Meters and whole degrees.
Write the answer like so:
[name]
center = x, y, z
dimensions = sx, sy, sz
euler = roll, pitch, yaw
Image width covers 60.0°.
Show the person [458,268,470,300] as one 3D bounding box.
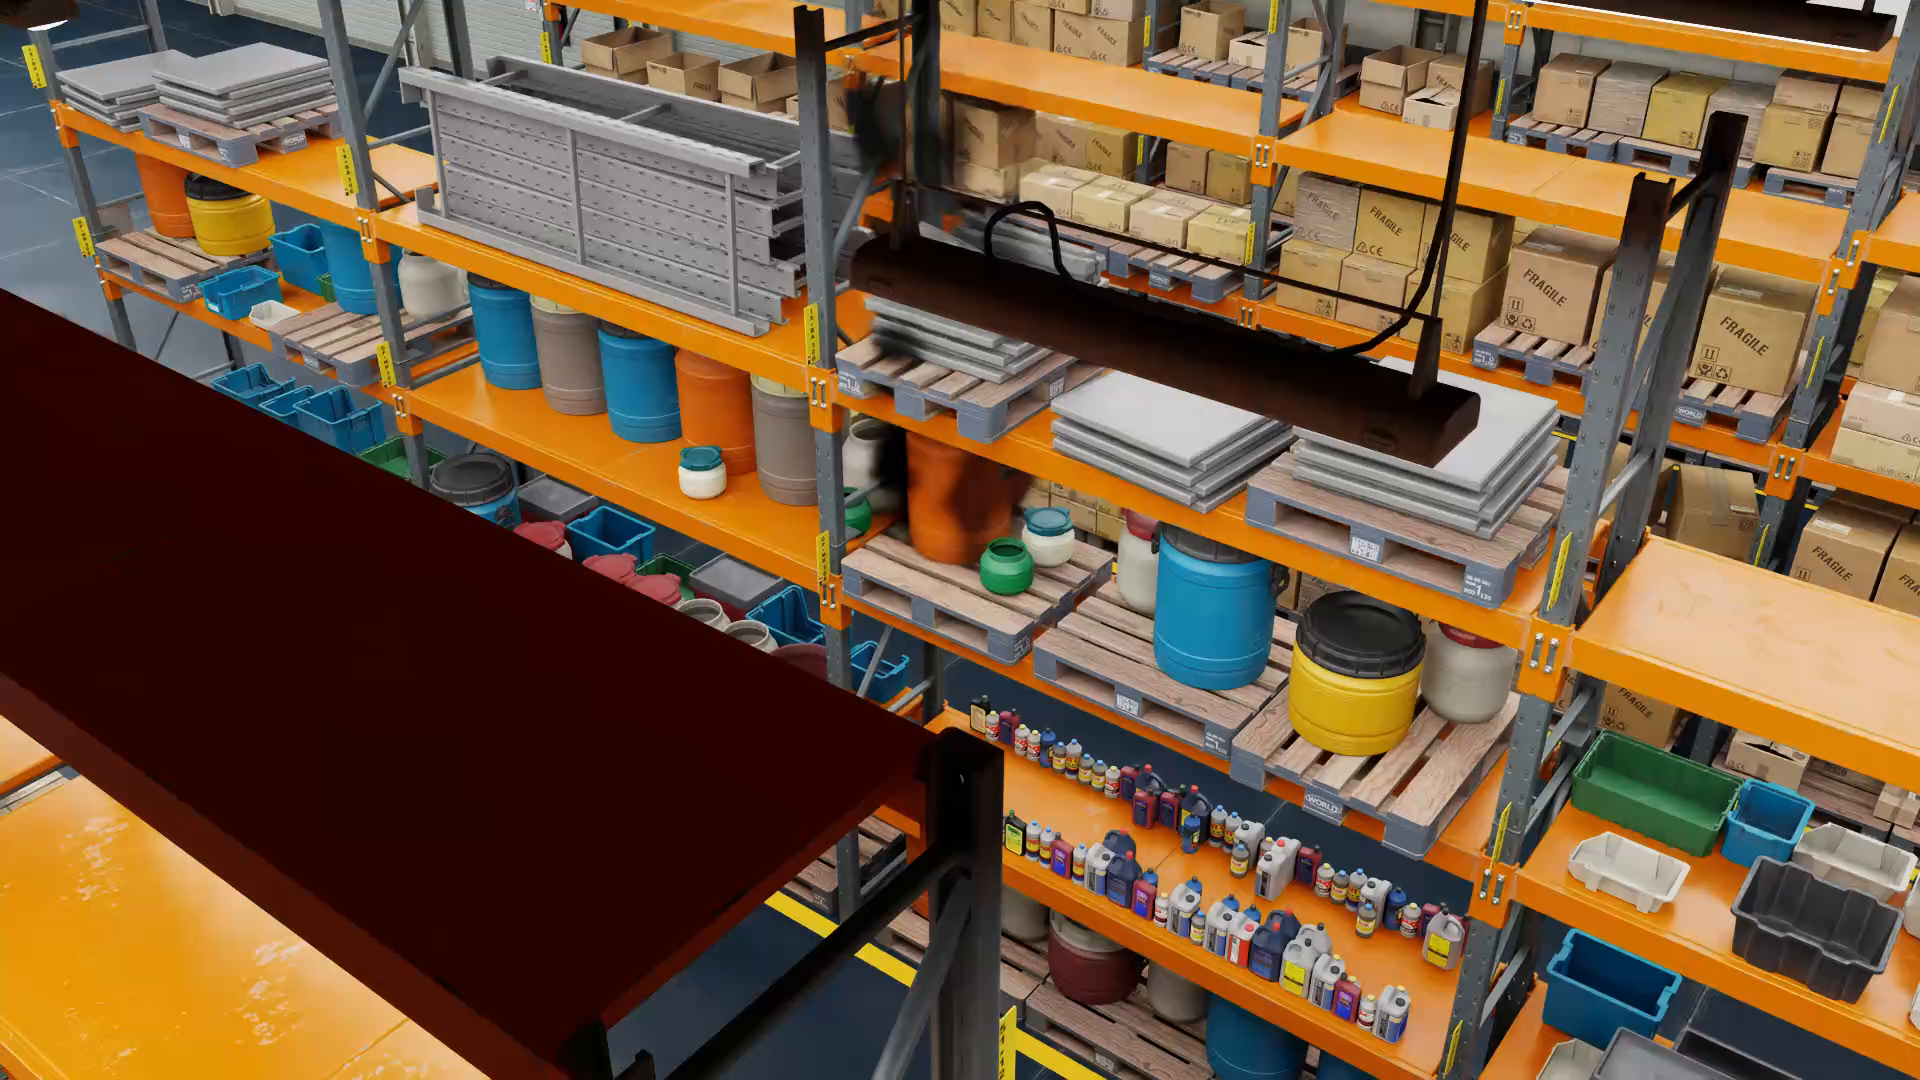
[person]
center = -5.677, -3.254, 18.942
dimensions = 0.548, 1.747, 0.654
euler = -12, 33, -19
